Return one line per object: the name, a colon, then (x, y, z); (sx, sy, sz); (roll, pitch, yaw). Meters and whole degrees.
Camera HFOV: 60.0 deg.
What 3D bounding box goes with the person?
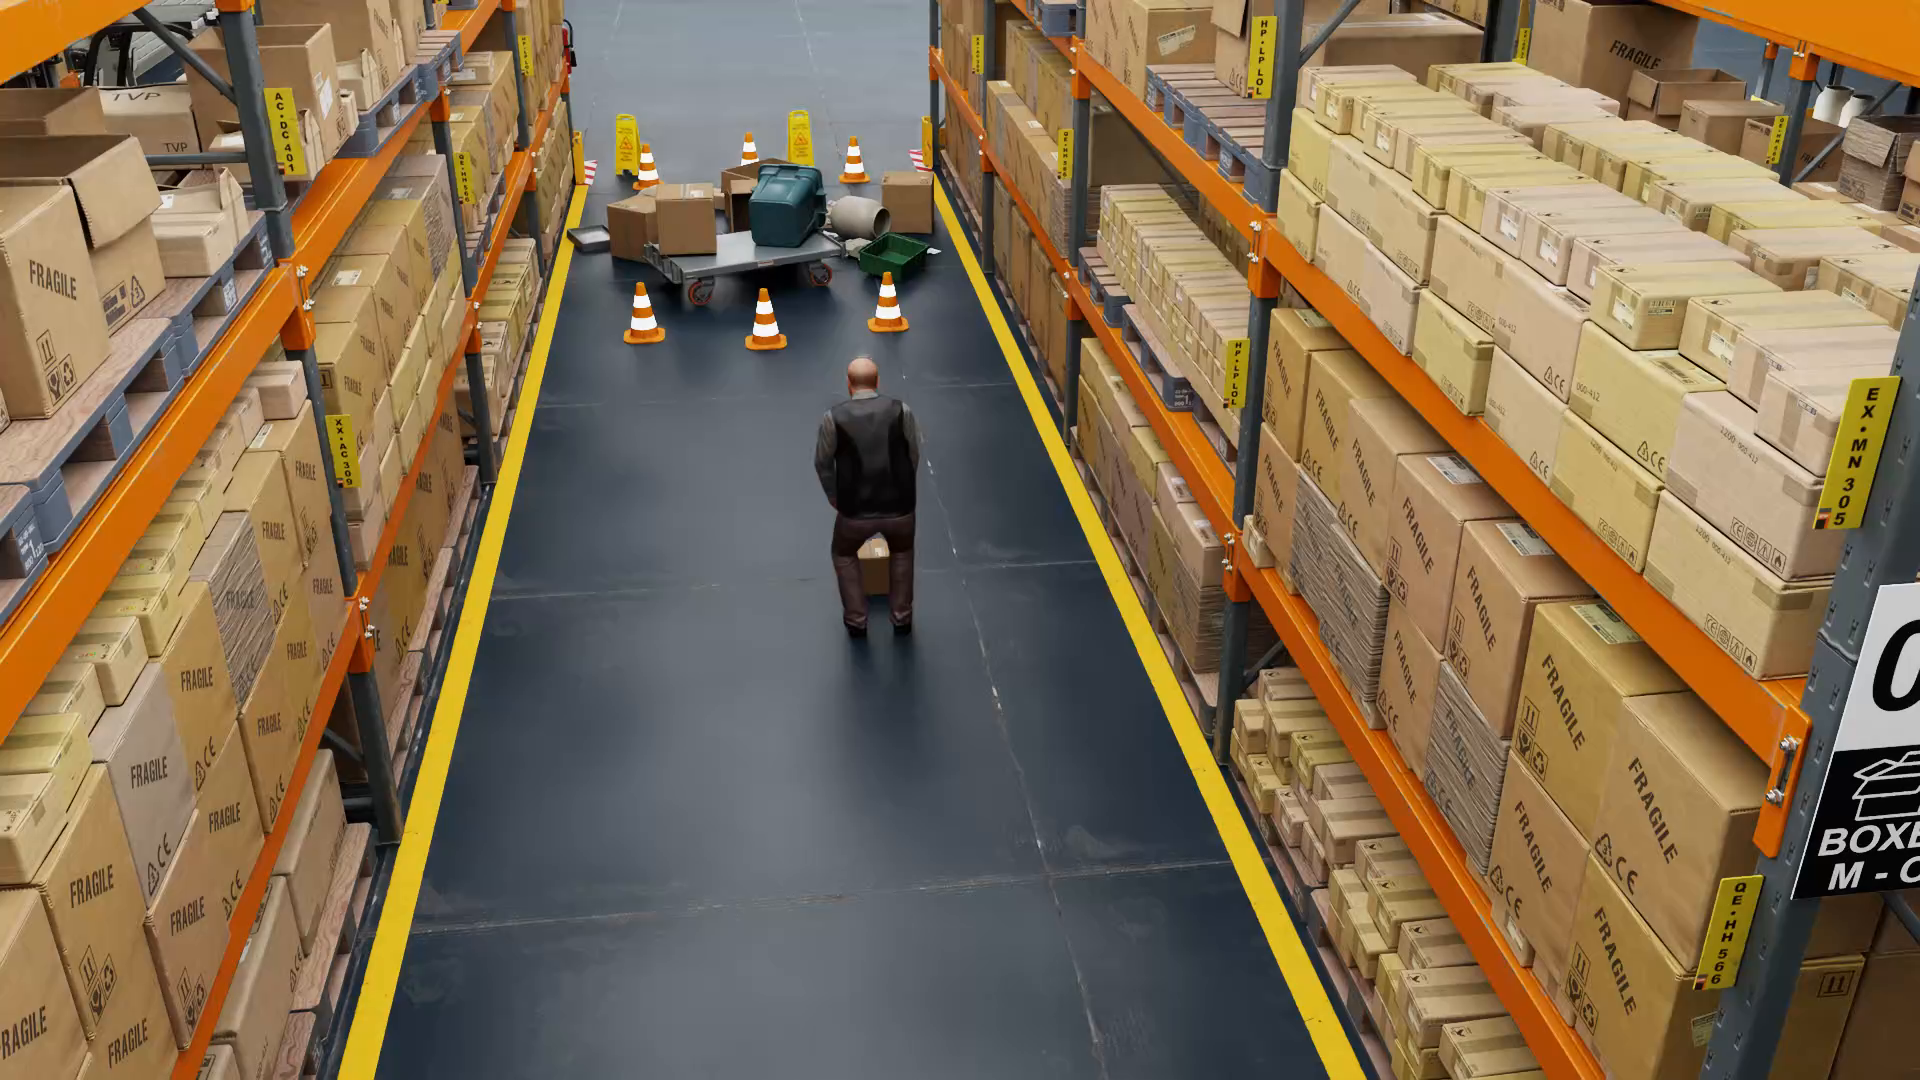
person: (-0.506, -0.204, 9.240); (0.583, 1.556, 0.579); (-3, 27, -6)
